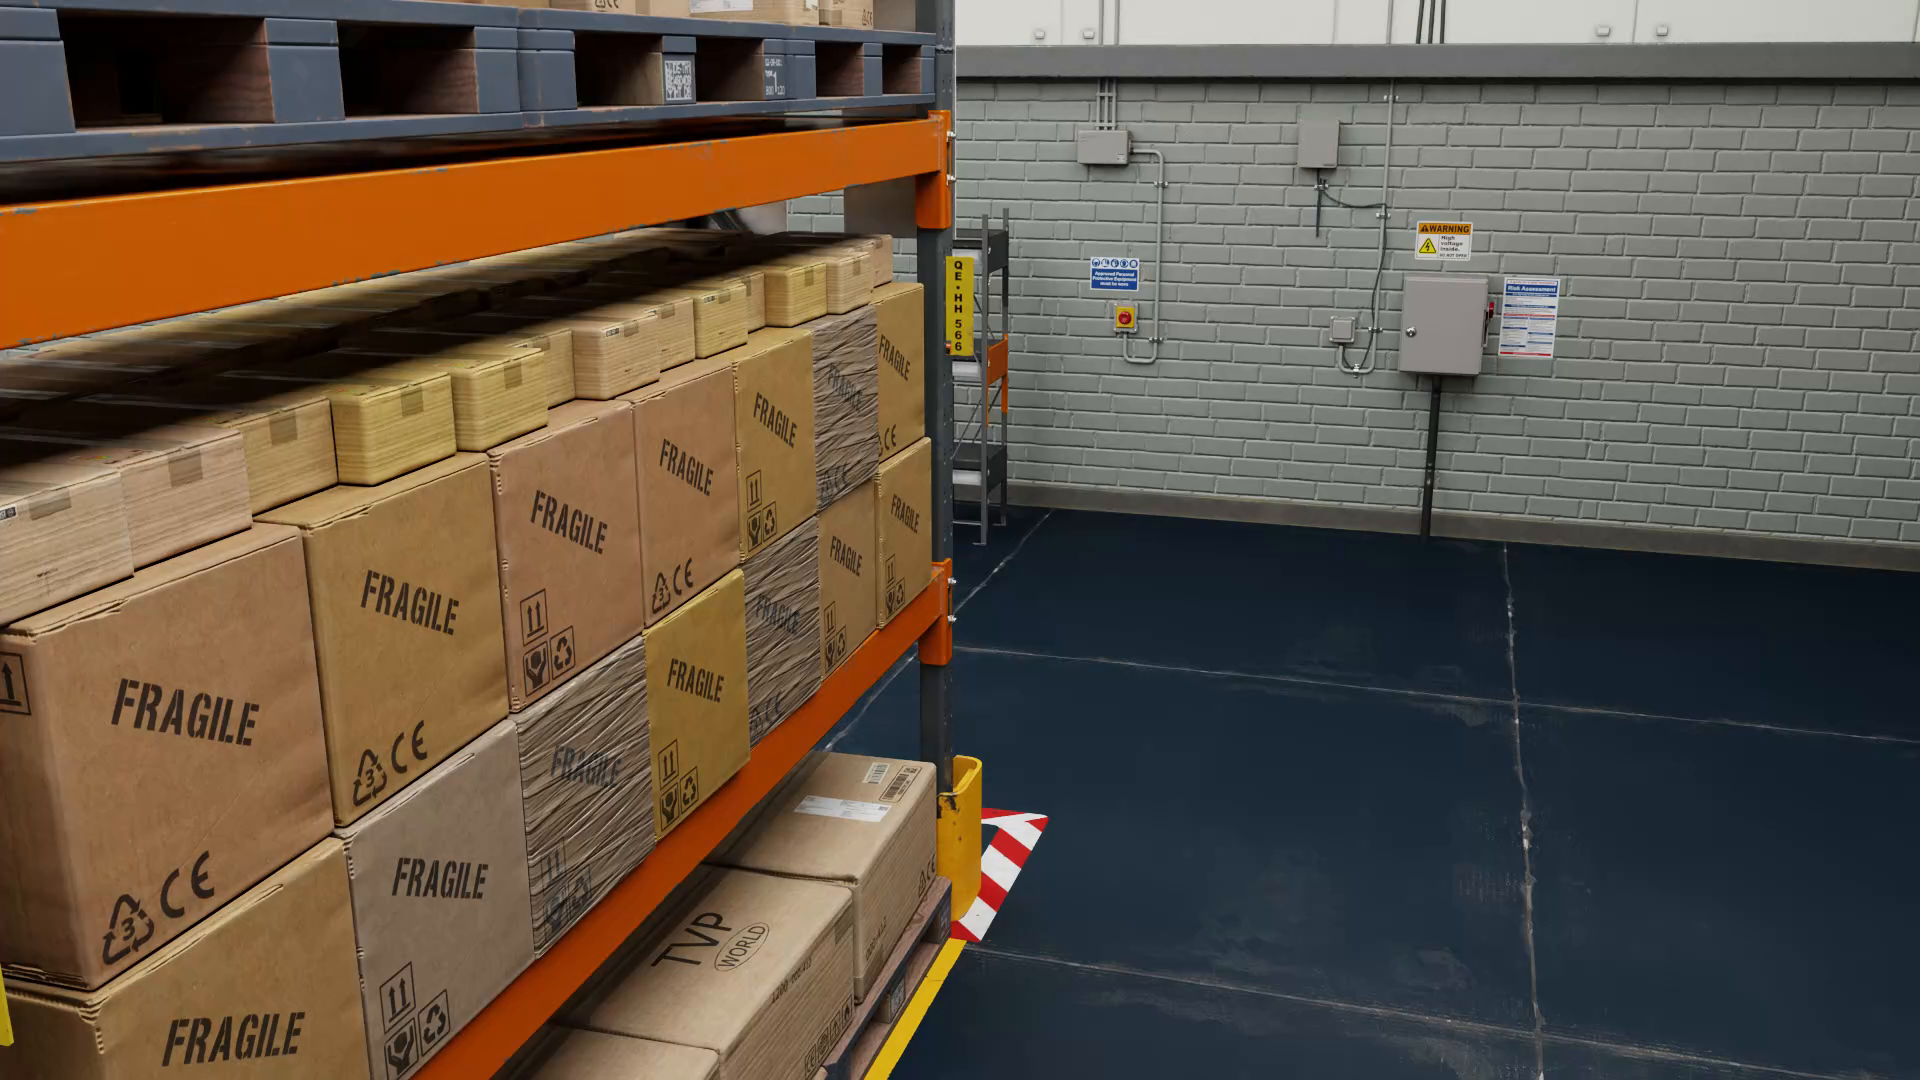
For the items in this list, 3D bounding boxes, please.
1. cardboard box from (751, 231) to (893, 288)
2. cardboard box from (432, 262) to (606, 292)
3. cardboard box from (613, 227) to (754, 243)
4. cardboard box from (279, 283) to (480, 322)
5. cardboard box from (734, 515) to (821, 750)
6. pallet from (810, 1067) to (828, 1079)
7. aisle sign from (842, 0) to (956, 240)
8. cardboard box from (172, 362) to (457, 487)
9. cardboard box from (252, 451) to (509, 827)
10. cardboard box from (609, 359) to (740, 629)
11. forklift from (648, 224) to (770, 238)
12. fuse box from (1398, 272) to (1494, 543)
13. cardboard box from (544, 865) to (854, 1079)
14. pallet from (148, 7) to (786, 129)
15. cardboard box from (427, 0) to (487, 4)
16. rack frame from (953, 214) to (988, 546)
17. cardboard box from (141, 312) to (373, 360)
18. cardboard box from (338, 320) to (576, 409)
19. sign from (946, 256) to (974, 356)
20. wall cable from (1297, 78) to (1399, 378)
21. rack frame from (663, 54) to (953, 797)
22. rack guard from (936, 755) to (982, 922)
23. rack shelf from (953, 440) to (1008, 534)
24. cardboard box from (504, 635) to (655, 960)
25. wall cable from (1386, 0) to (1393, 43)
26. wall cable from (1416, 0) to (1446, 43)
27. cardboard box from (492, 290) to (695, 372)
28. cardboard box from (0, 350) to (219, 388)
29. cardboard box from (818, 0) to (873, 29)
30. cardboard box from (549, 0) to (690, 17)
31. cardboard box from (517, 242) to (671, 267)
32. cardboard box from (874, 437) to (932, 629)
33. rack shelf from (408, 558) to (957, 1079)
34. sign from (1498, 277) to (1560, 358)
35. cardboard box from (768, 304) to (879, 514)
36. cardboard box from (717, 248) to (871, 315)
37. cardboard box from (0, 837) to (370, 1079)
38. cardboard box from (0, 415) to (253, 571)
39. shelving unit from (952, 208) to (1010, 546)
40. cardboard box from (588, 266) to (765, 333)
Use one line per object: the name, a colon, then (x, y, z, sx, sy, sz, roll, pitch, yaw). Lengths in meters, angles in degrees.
cardboard box: (-0.431, -0.879, 5.228, 0.380, 0.149, 0.250, 5, 17, 17)
cardboard box: (-1.158, -0.641, 4.388, 0.380, 0.149, 0.250, 5, 17, 16)
cardboard box: (-0.887, -0.917, 5.362, 0.380, 0.149, 0.250, 5, 17, 17)
cardboard box: (-1.368, -0.515, 3.943, 0.380, 0.149, 0.250, 4, 16, 15)
cardboard box: (-0.698, 0.217, 4.386, 0.500, 0.500, 0.500, 5, 17, 17)
pallet: (-1.021, 1.727, 4.352, 1.003, 0.211, 1.213, 5, 16, 16)
aisle sign: (-0.203, -1.393, 5.479, 0.394, 0.787, 0.004, 5, 16, 16)
cardboard box: (-1.100, -0.203, 2.845, 0.380, 0.149, 0.250, 5, 16, 15)
cardboard box: (-1.140, 0.132, 2.850, 0.500, 0.500, 0.500, 4, 16, 15)
cardboard box: (-0.838, -0.132, 3.784, 0.500, 0.500, 0.500, 5, 16, 15)
forklift: (-1.846, -1.164, 9.560, 3.031, 2.935, 1.130, -6, 17, -22)
fuse box: (3.032, -0.804, 10.527, 0.539, 1.711, 0.414, 5, 16, 16)
cardboard box: (-0.864, 1.304, 4.662, 0.875, 0.438, 0.875, 5, 17, 17)
pallet: (-1.066, -1.033, 3.639, 1.003, 0.211, 1.213, 5, 16, 16)
cardboard box: (-1.305, -1.199, 2.921, 0.797, 0.503, 0.637, 6, 17, 20)
rack frame: (-0.022, -0.990, 10.470, 0.400, 2.100, 0.015, 5, 16, 16)
cardboard box: (-1.451, -0.377, 3.457, 0.380, 0.149, 0.250, 4, 16, 15)
cardboard box: (-1.004, -0.343, 3.336, 0.380, 0.149, 0.250, 5, 16, 16)
sign: (-0.004, -0.773, 5.501, 0.100, 0.325, 0.005, 5, 16, 16)
wall cable: (2.423, -2.006, 10.544, 0.588, 1.984, 0.122, 5, 16, 16)
rack frame: (-0.521, -0.148, 5.852, 1.000, 3.000, 0.127, 5, 16, 16)
rack guard: (-0.514, 1.049, 6.216, 1.175, 0.500, 0.348, 5, 16, 16)
rack shelf: (0.047, -0.367, 10.890, 0.431, 0.518, 0.480, 5, 16, 16)
cardboard box: (-0.978, 0.487, 3.431, 0.500, 0.500, 0.500, 5, 17, 16)
wall cable: (1.546, -4.485, 10.149, 2.355, 3.000, 0.029, 5, 16, 16)
wall cable: (4.206, -4.277, 9.348, 2.988, 3.039, 0.133, 5, 16, 16)
cardboard box: (-0.833, -0.474, 3.799, 0.380, 0.149, 0.250, 5, 17, 18)
cardboard box: (-1.561, -0.240, 2.975, 0.380, 0.149, 0.250, 4, 16, 15)
cardboard box: (-0.562, -1.644, 4.953, 0.500, 0.250, 0.500, 3, 16, 11)
cardboard box: (-0.994, -1.410, 4.017, 0.500, 0.311, 0.500, 5, 17, 17)
cardboard box: (-1.077, -0.784, 4.892, 0.380, 0.149, 0.250, 5, 17, 18)
cardboard box: (-0.404, -0.049, 5.321, 0.500, 0.500, 0.500, 5, 17, 16)
rack shelf: (-1.089, 0.722, 4.106, 1.077, 0.370, 4.000, 5, 16, 16)
sign: (3.564, -1.394, 10.420, 0.329, 0.494, 0.001, 5, 16, 16)
cardboard box: (-0.550, -0.393, 4.702, 0.500, 0.500, 0.500, 5, 16, 16)
cardboard box: (-0.472, -0.737, 4.726, 0.380, 0.149, 0.250, 4, 16, 15)
cardboard box: (-1.273, 0.748, 2.510, 0.500, 0.500, 0.500, 5, 17, 18)
cardboard box: (-1.261, -0.073, 2.385, 0.380, 0.149, 0.250, 5, 17, 17)
shelving unit: (0.047, -1.053, 10.696, 0.431, 2.100, 0.503, 5, 16, 16)
cardboard box: (-0.726, -0.611, 4.283, 0.380, 0.149, 0.250, 4, 16, 15)
